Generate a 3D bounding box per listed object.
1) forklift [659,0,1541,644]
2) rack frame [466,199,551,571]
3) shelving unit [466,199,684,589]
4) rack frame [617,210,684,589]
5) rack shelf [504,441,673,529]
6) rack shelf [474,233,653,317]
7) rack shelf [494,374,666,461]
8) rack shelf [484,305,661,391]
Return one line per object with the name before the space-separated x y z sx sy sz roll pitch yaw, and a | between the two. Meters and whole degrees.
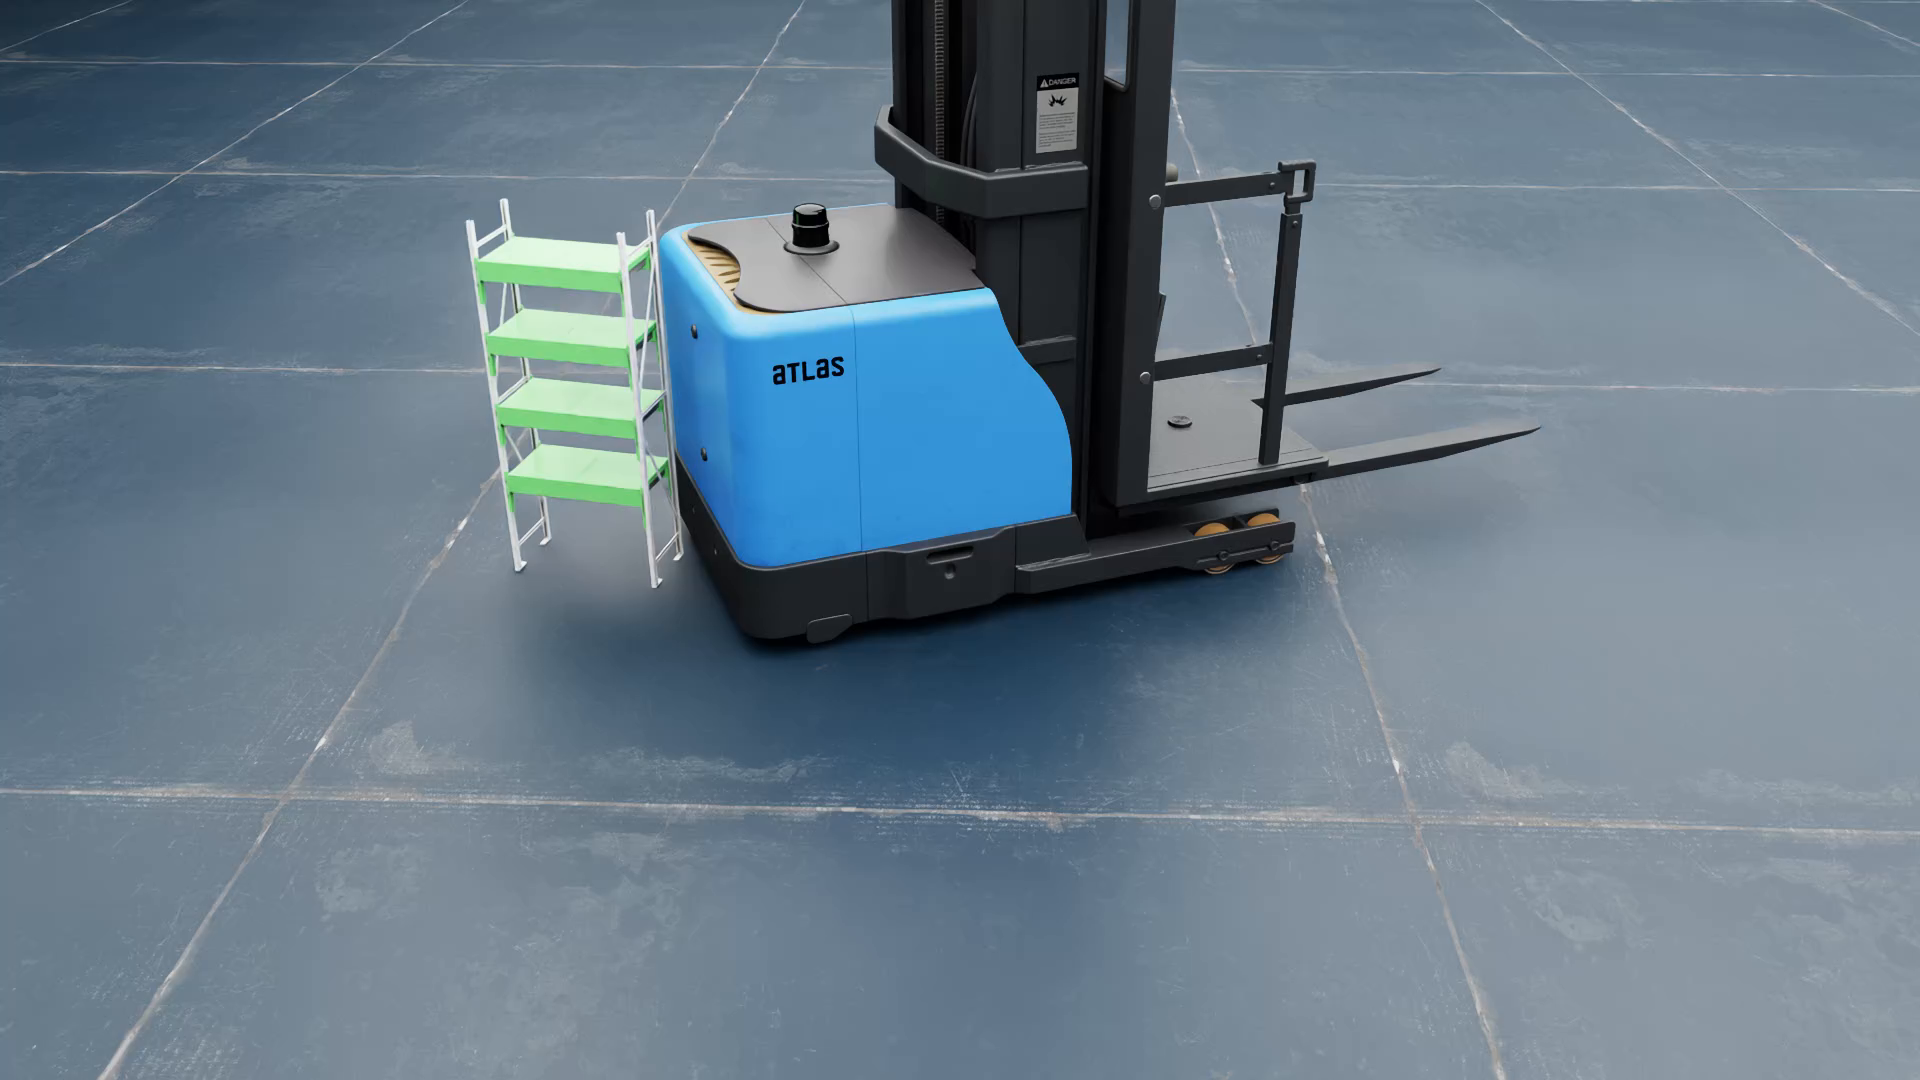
forklift | 0.587 -1.401 5.264 3.031 2.935 1.130 -10 30 -19
rack frame | -1.448 -0.480 5.369 0.015 1.200 0.240 7 29 12
shelving unit | -1.211 -0.453 5.319 0.503 1.200 0.258 7 29 12
rack frame | -0.974 -0.425 5.269 0.015 1.200 0.240 7 29 12
rack shelf | -1.212 -0.185 5.463 0.480 0.148 0.258 7 29 12
rack shelf | -1.210 -0.819 5.121 0.480 0.148 0.258 7 29 12
rack shelf | -1.211 -0.396 5.349 0.480 0.148 0.258 7 29 12
rack shelf | -1.211 -0.608 5.235 0.480 0.148 0.258 7 29 12
